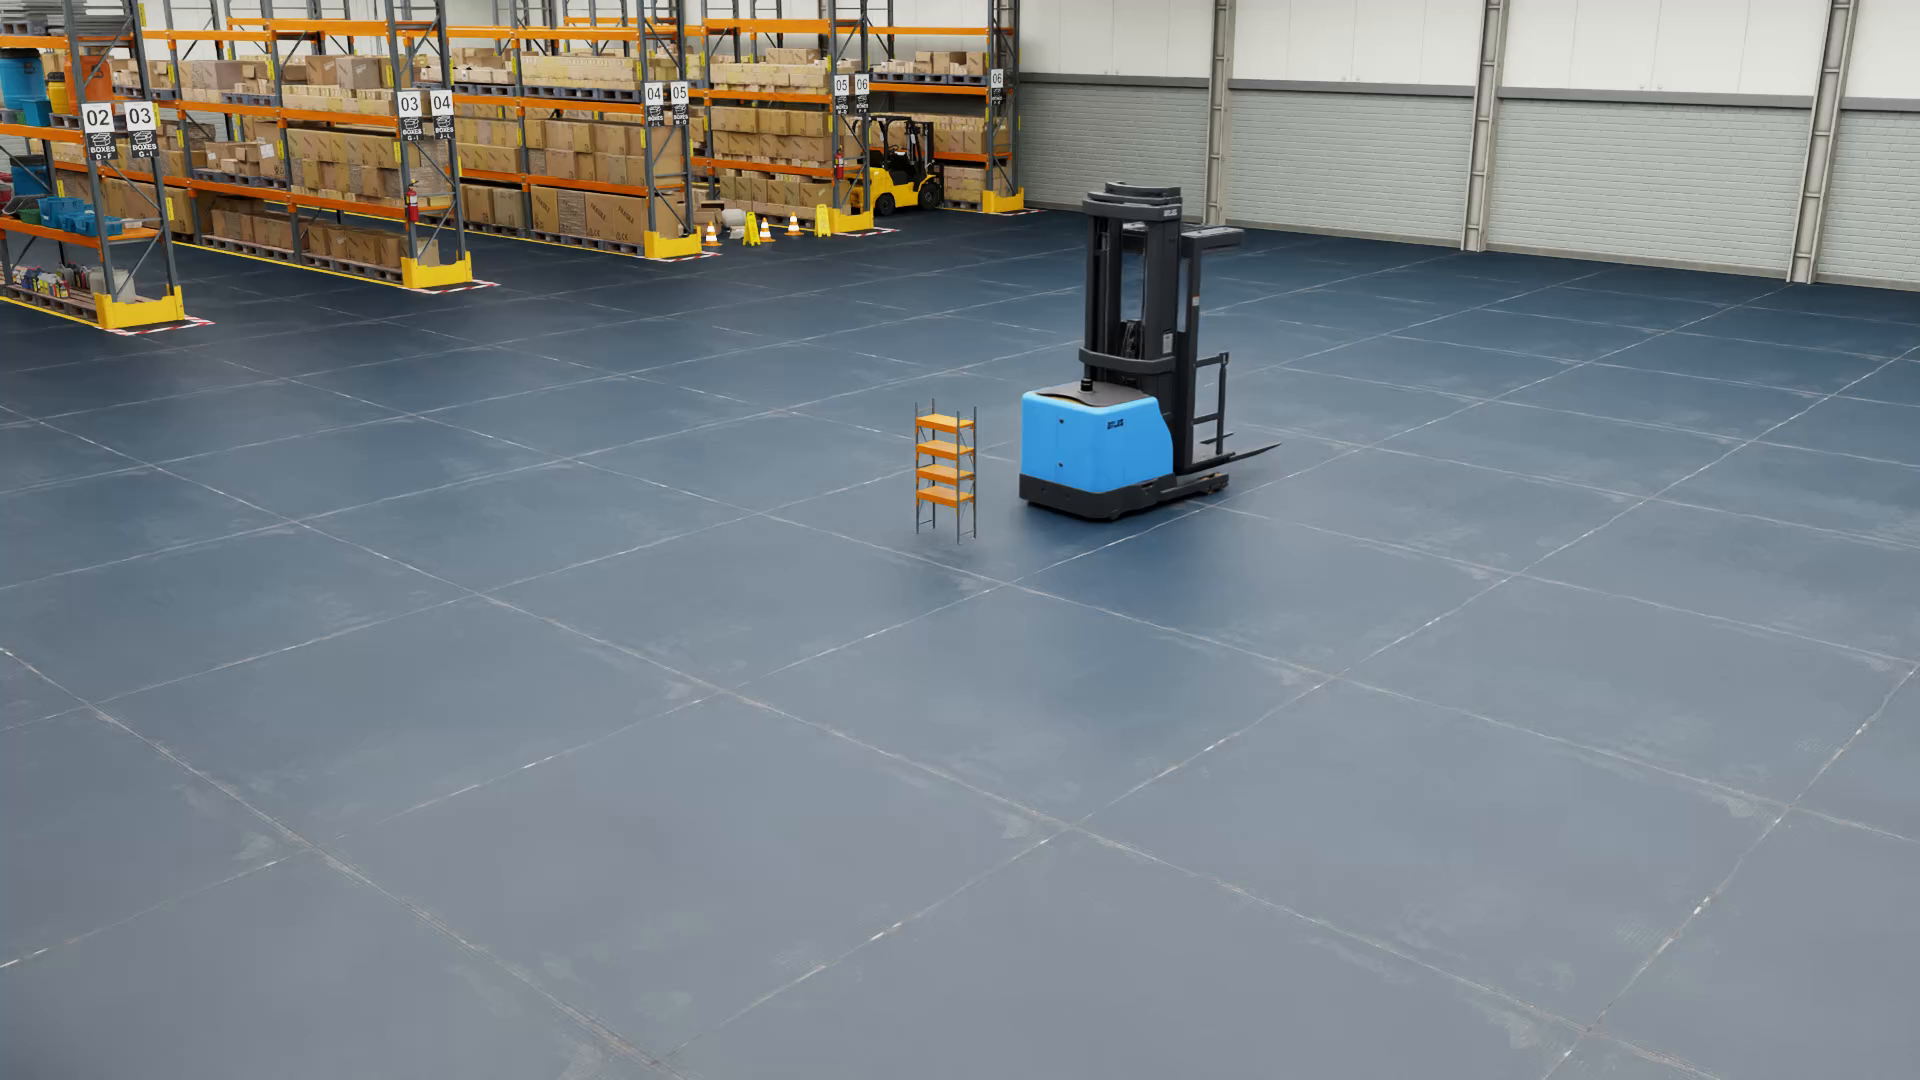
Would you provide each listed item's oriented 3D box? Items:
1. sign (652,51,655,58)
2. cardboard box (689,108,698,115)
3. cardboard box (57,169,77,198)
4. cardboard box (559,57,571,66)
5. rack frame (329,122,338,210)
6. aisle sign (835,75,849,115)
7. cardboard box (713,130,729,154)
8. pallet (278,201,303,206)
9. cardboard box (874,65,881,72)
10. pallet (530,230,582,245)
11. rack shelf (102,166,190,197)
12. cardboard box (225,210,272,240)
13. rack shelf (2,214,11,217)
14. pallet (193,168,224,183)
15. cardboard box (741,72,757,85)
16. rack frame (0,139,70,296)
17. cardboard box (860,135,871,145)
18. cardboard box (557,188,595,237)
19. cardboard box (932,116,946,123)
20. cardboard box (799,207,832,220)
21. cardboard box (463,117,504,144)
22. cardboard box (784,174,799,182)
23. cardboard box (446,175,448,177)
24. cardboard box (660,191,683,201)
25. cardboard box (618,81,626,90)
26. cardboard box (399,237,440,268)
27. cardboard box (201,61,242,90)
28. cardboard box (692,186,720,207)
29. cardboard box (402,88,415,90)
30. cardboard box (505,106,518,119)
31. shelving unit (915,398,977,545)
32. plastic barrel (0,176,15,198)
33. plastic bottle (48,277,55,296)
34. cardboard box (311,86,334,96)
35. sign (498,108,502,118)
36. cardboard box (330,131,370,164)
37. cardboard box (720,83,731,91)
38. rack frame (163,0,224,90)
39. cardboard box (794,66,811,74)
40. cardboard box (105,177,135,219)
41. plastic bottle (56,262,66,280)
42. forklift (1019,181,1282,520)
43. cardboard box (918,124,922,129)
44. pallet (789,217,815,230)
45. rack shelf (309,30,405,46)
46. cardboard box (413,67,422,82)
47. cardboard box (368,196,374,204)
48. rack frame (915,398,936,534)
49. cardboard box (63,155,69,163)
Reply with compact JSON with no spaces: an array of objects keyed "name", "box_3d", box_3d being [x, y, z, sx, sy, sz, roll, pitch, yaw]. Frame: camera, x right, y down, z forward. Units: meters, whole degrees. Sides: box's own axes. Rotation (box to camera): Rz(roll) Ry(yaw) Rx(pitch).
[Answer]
[{"name":"sign","box_3d":[-8.337,-13.130,45.259,0.005,0.325,0.100,15,23,39]},{"name":"cardboard box","box_3d":[-6.289,-9.916,38.522,0.250,0.149,0.380,17,24,42]},{"name":"cardboard box","box_3d":[-19.632,-7.909,37.442,0.875,0.875,0.875,15,23,39]},{"name":"cardboard box","box_3d":[-7.502,-9.240,32.096,0.250,0.149,0.380,15,23,39]},{"name":"rack frame","box_3d":[-14.485,-9.314,39.049,0.127,3.000,1.000,15,23,39]},{"name":"aisle sign","box_3d":[-2.445,-9.206,34.411,0.004,0.787,0.394,15,23,39]},{"name":"cardboard box","box_3d":[-5.147,-8.886,37.043,0.500,0.500,0.500,15,23,39]},{"name":"pallet","box_3d":[-15.927,-8.357,40.642,1.213,0.211,1.003,15,23,39]},{"name":"cardboard box","box_3d":[-1.865,-11.371,40.127,0.250,0.149,0.380,16,23,40]},{"name":"pallet","box_3d":[-7.984,-6.208,33.873,1.213,0.211,1.003,15,23,39]},{"name":"rack shelf","box_3d":[-16.357,-7.468,34.421,4.000,0.370,1.077,15,23,39]},{"name":"cardboard box","box_3d":[-13.923,-6.189,32.606,0.500,0.500,0.700,13,22,35]},{"name":"rack shelf","box_3d":[-16.652,-5.544,28.359,4.000,0.370,1.077,15,23,39]},{"name":"pallet","box_3d":[-14.257,-7.198,32.700,1.003,0.211,1.213,15,23,39]},{"name":"cardboard box","box_3d":[-4.386,-9.993,35.985,0.500,0.250,0.500,15,23,40]},{"name":"rack frame","box_3d":[-15.157,-5.485,26.985,0.127,3.000,1.000,15,23,39]},{"name":"cardboard box","box_3d":[-2.550,-9.942,41.277,0.500,0.250,0.500,16,23,40]},{"name":"cardboard box","box_3d":[-7.400,-6.573,33.230,0.875,0.875,0.875,15,23,40]},{"name":"cardboard box","box_3d":[-0.436,-9.925,39.245,0.250,0.149,0.380,16,23,40]},{"name":"cardboard box","box_3d":[-3.100,-7.040,35.737,0.500,0.250,0.500,15,23,39]},{"name":"cardboard box","box_3d":[-10.017,-8.636,35.096,0.500,0.500,0.700,15,23,39]},{"name":"cardboard box","box_3d":[-3.577,-7.812,35.857,0.250,0.149,0.380,16,23,40]},{"name":"cardboard box","box_3d":[-11.848,-8.070,37.328,0.500,0.250,0.500,14,22,37]},{"name":"cardboard box","box_3d":[-6.450,-7.609,36.556,0.500,0.500,0.500,15,23,39]},{"name":"cardboard box","box_3d":[-6.171,-8.503,31.091,0.250,0.149,0.380,15,23,40]},{"name":"cardboard box","box_3d":[-9.333,-4.940,28.707,0.500,0.500,0.500,-13,22,-36]},{"name":"cardboard box","box_3d":[-13.922,-8.770,31.384,0.500,0.500,0.500,14,22,38]},{"name":"cardboard box","box_3d":[-5.685,-7.900,38.245,0.625,0.372,0.950,15,23,40]},{"name":"cardboard box","box_3d":[-9.330,-7.555,28.138,0.250,0.149,0.380,15,23,38]},{"name":"cardboard box","box_3d":[-11.136,-10.825,41.992,0.500,0.500,0.500,15,23,40]},{"name":"shelving unit","box_3d":[-0.124,-0.605,14.583,0.503,1.200,0.258,15,23,39]},{"name":"plastic barrel","box_3d":[-15.727,-5.792,27.726,0.433,0.535,0.433,0,18,0]},{"name":"plastic bottle","box_3d":[-14.103,-3.948,25.916,0.135,0.276,0.152,14,22,38]},{"name":"cardboard box","box_3d":[-11.044,-7.809,28.937,0.250,0.149,0.380,14,23,38]},{"name":"sign","box_3d":[-11.642,-10.779,42.102,0.005,0.325,0.100,15,23,39]},{"name":"cardboard box","box_3d":[-10.571,-6.825,28.898,0.500,0.500,0.500,15,23,39]},{"name":"cardboard box","box_3d":[-5.064,-9.974,36.585,0.250,0.149,0.380,15,23,39]},{"name":"rack frame","box_3d":[-14.861,-10.268,32.139,0.127,3.000,1.000,15,23,39]},{"name":"cardboard box","box_3d":[-3.274,-9.906,35.053,0.250,0.149,0.380,15,23,40]},{"name":"cardboard box","box_3d":[-17.360,-7.275,35.444,0.875,0.875,1.225,15,23,39]},{"name":"plastic bottle","box_3d":[-14.579,-4.335,27.014,0.185,0.351,0.144,15,23,39]},{"name":"forklift","box_3d":[1.974,-1.938,15.921,3.031,2.935,1.130,-16,24,-41]},{"name":"cardboard box","box_3d":[-0.792,-9.890,39.627,0.250,0.149,0.380,14,23,38]},{"name":"pallet","box_3d":[-2.940,-6.902,36.059,1.213,0.211,1.003,15,23,39]},{"name":"rack shelf","box_3d":[-12.989,-11.238,37.046,4.000,0.370,1.077,15,23,39]},{"name":"cardboard box","box_3d":[-12.089,-10.045,36.230,0.500,0.500,0.500,15,23,39]},{"name":"cardboard box","box_3d":[-9.971,-5.895,28.693,0.250,0.149,0.380,15,23,39]},{"name":"rack frame","box_3d":[-0.306,-0.654,14.738,0.015,1.200,0.240,15,23,39]},{"name":"cardboard box","box_3d":[-19.449,-8.389,36.549,0.250,0.149,0.380,16,23,40]}]
